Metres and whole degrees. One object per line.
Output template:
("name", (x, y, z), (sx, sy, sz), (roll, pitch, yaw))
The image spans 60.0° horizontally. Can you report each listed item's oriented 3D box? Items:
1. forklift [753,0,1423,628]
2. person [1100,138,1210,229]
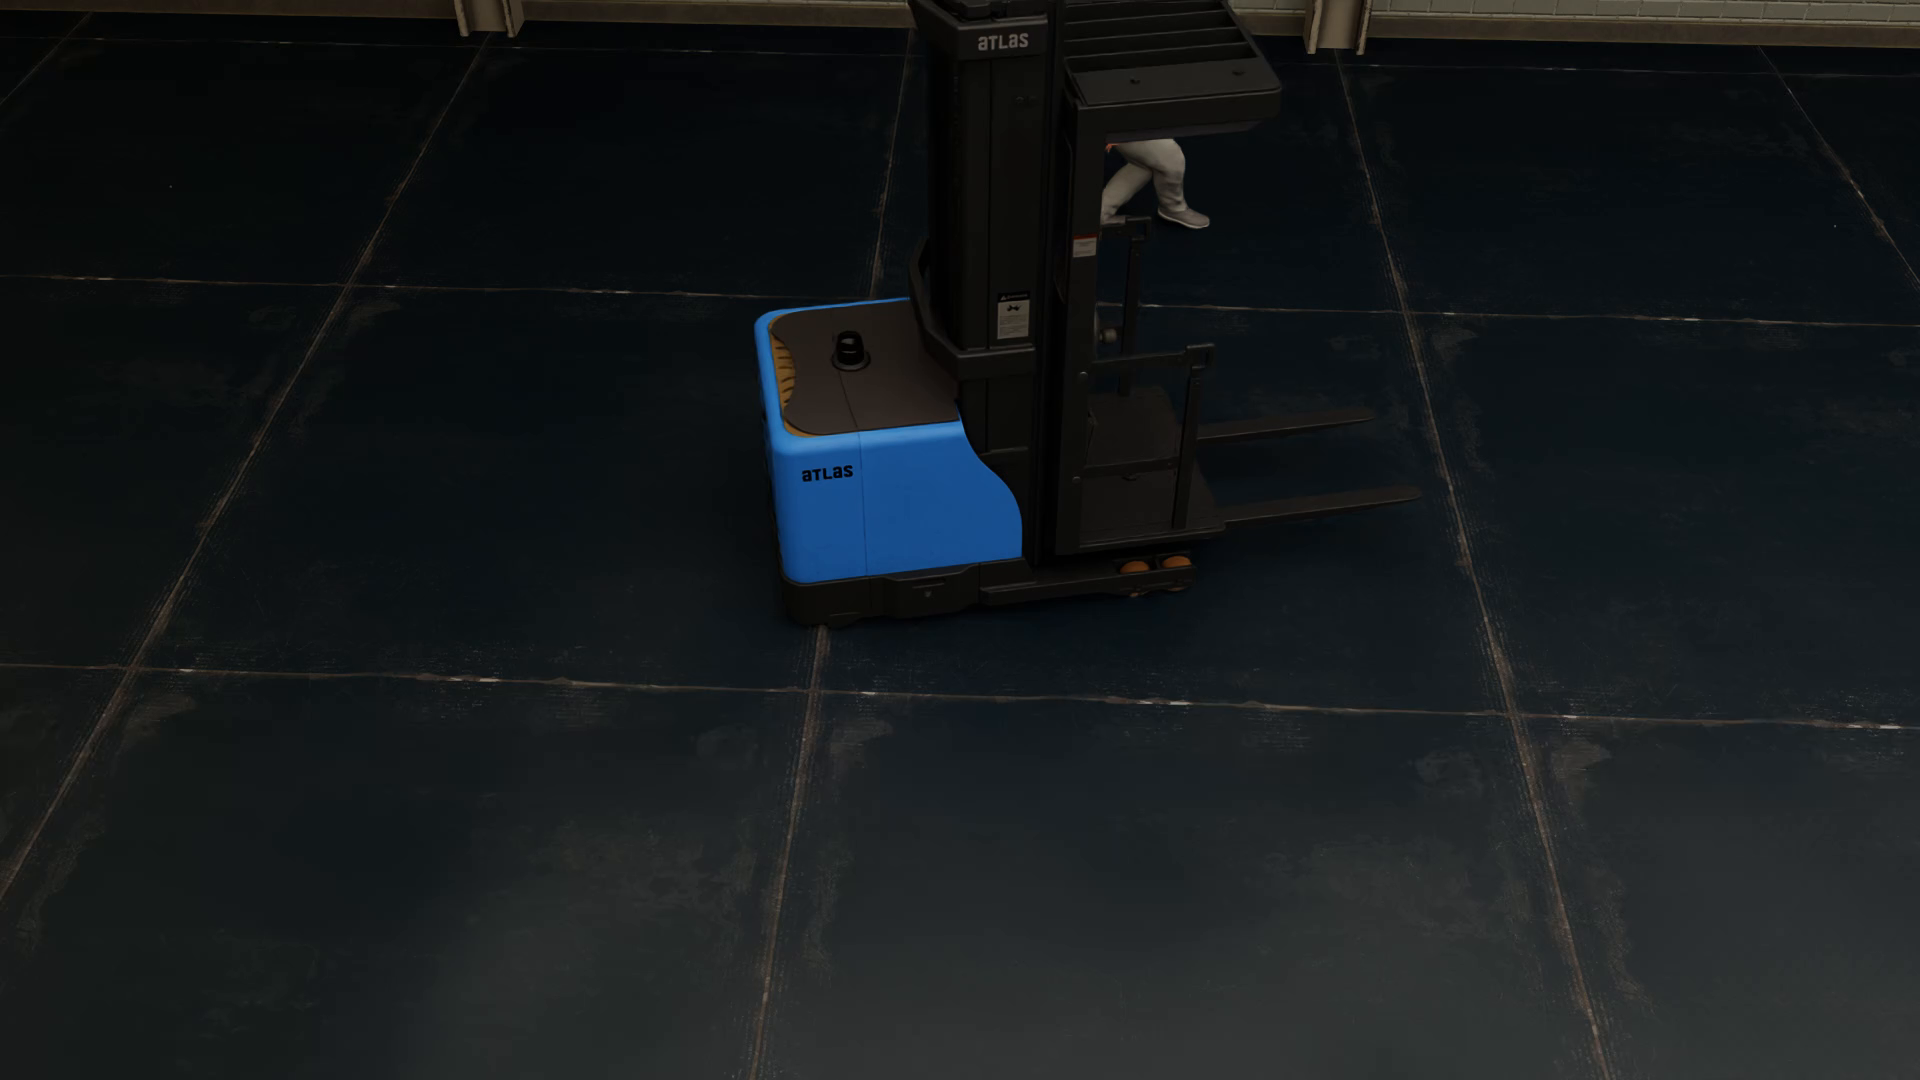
("forklift", (0.629, -1.170, 7.023), (3.031, 2.935, 1.130), (-7, 43, -7))
("person", (1.128, -2.395, 9.355), (0.809, 1.621, 0.784), (2, 42, 2))
